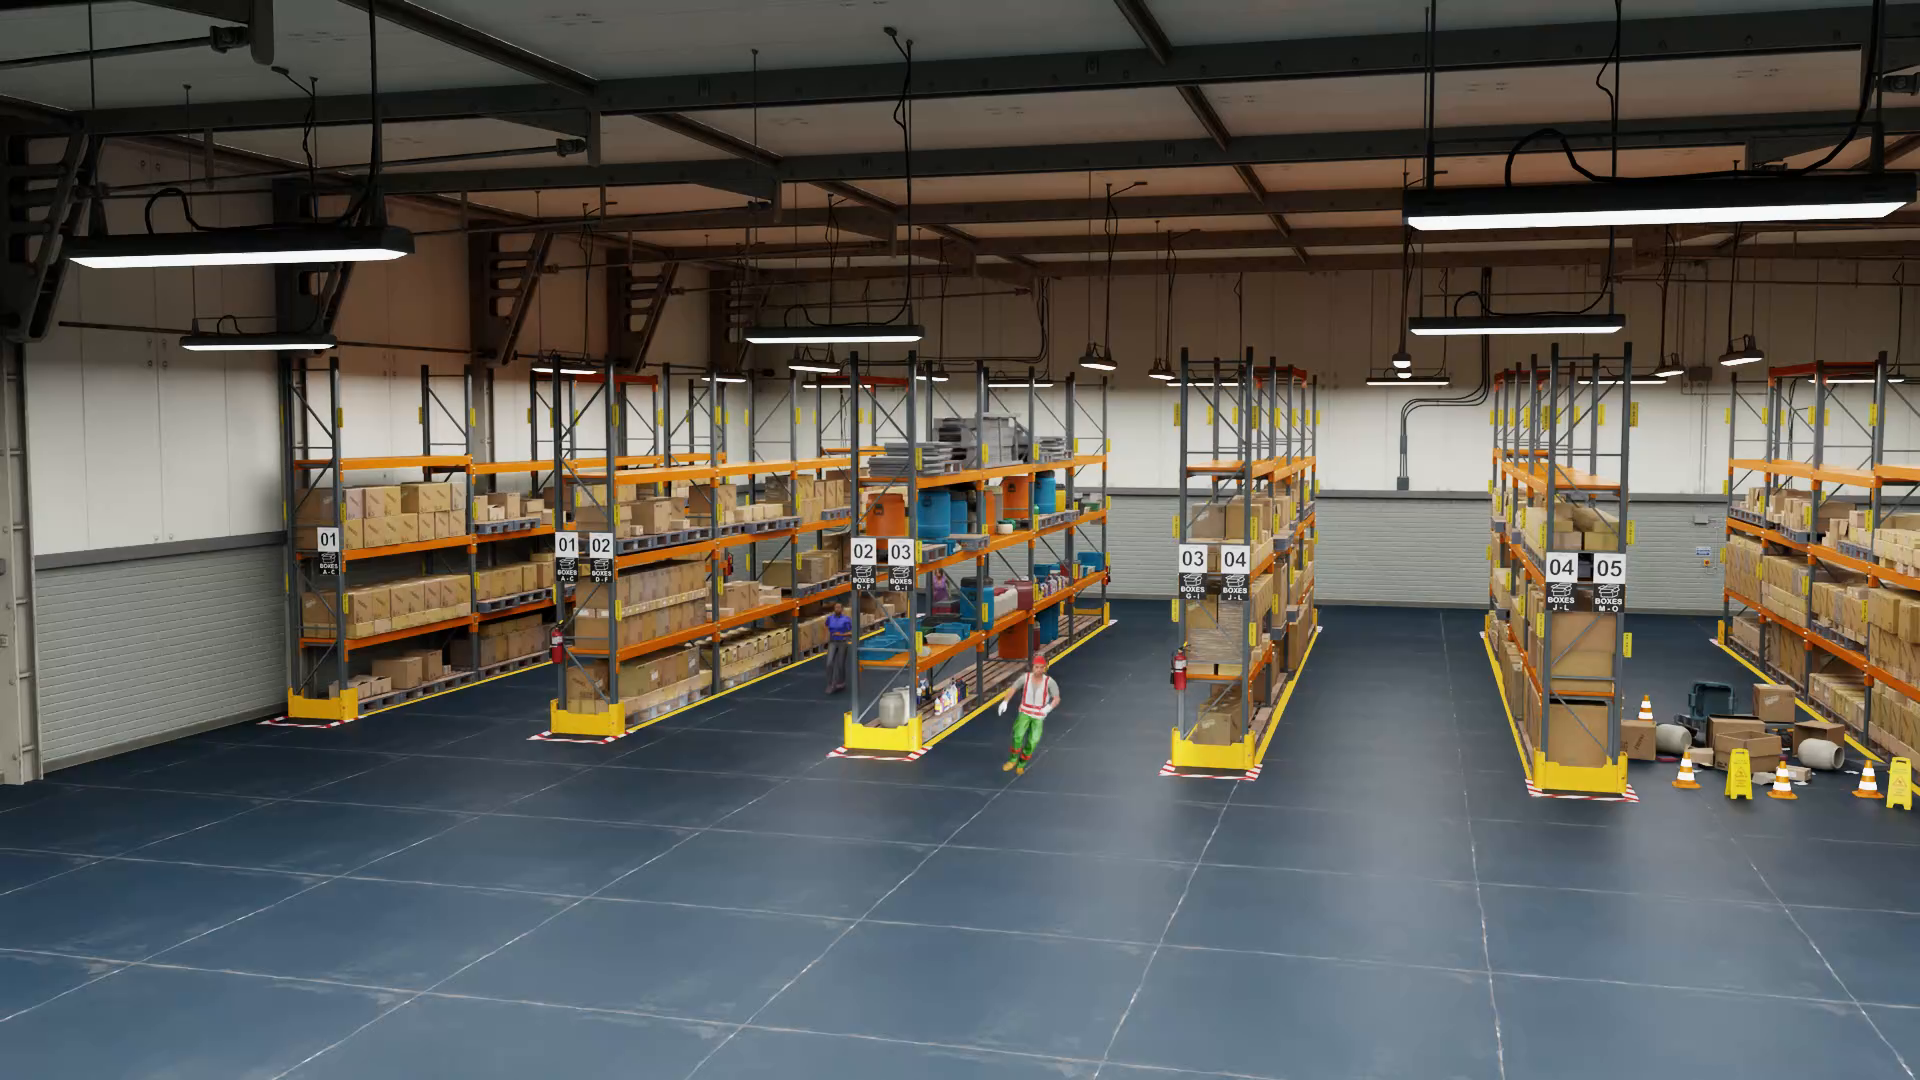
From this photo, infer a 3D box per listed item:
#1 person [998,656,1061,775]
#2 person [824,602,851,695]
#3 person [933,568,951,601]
[{"bbox_3d":[0.984,2.471,23.270,0.848,1.703,0.689,0,4,-3],"label":"person"},{"bbox_3d":[-2.222,1.957,30.303,0.581,1.671,0.677,1,4,8],"label":"person"},{"bbox_3d":[-0.463,1.406,38.302,0.540,1.567,0.882,0,4,5],"label":"person"}]
